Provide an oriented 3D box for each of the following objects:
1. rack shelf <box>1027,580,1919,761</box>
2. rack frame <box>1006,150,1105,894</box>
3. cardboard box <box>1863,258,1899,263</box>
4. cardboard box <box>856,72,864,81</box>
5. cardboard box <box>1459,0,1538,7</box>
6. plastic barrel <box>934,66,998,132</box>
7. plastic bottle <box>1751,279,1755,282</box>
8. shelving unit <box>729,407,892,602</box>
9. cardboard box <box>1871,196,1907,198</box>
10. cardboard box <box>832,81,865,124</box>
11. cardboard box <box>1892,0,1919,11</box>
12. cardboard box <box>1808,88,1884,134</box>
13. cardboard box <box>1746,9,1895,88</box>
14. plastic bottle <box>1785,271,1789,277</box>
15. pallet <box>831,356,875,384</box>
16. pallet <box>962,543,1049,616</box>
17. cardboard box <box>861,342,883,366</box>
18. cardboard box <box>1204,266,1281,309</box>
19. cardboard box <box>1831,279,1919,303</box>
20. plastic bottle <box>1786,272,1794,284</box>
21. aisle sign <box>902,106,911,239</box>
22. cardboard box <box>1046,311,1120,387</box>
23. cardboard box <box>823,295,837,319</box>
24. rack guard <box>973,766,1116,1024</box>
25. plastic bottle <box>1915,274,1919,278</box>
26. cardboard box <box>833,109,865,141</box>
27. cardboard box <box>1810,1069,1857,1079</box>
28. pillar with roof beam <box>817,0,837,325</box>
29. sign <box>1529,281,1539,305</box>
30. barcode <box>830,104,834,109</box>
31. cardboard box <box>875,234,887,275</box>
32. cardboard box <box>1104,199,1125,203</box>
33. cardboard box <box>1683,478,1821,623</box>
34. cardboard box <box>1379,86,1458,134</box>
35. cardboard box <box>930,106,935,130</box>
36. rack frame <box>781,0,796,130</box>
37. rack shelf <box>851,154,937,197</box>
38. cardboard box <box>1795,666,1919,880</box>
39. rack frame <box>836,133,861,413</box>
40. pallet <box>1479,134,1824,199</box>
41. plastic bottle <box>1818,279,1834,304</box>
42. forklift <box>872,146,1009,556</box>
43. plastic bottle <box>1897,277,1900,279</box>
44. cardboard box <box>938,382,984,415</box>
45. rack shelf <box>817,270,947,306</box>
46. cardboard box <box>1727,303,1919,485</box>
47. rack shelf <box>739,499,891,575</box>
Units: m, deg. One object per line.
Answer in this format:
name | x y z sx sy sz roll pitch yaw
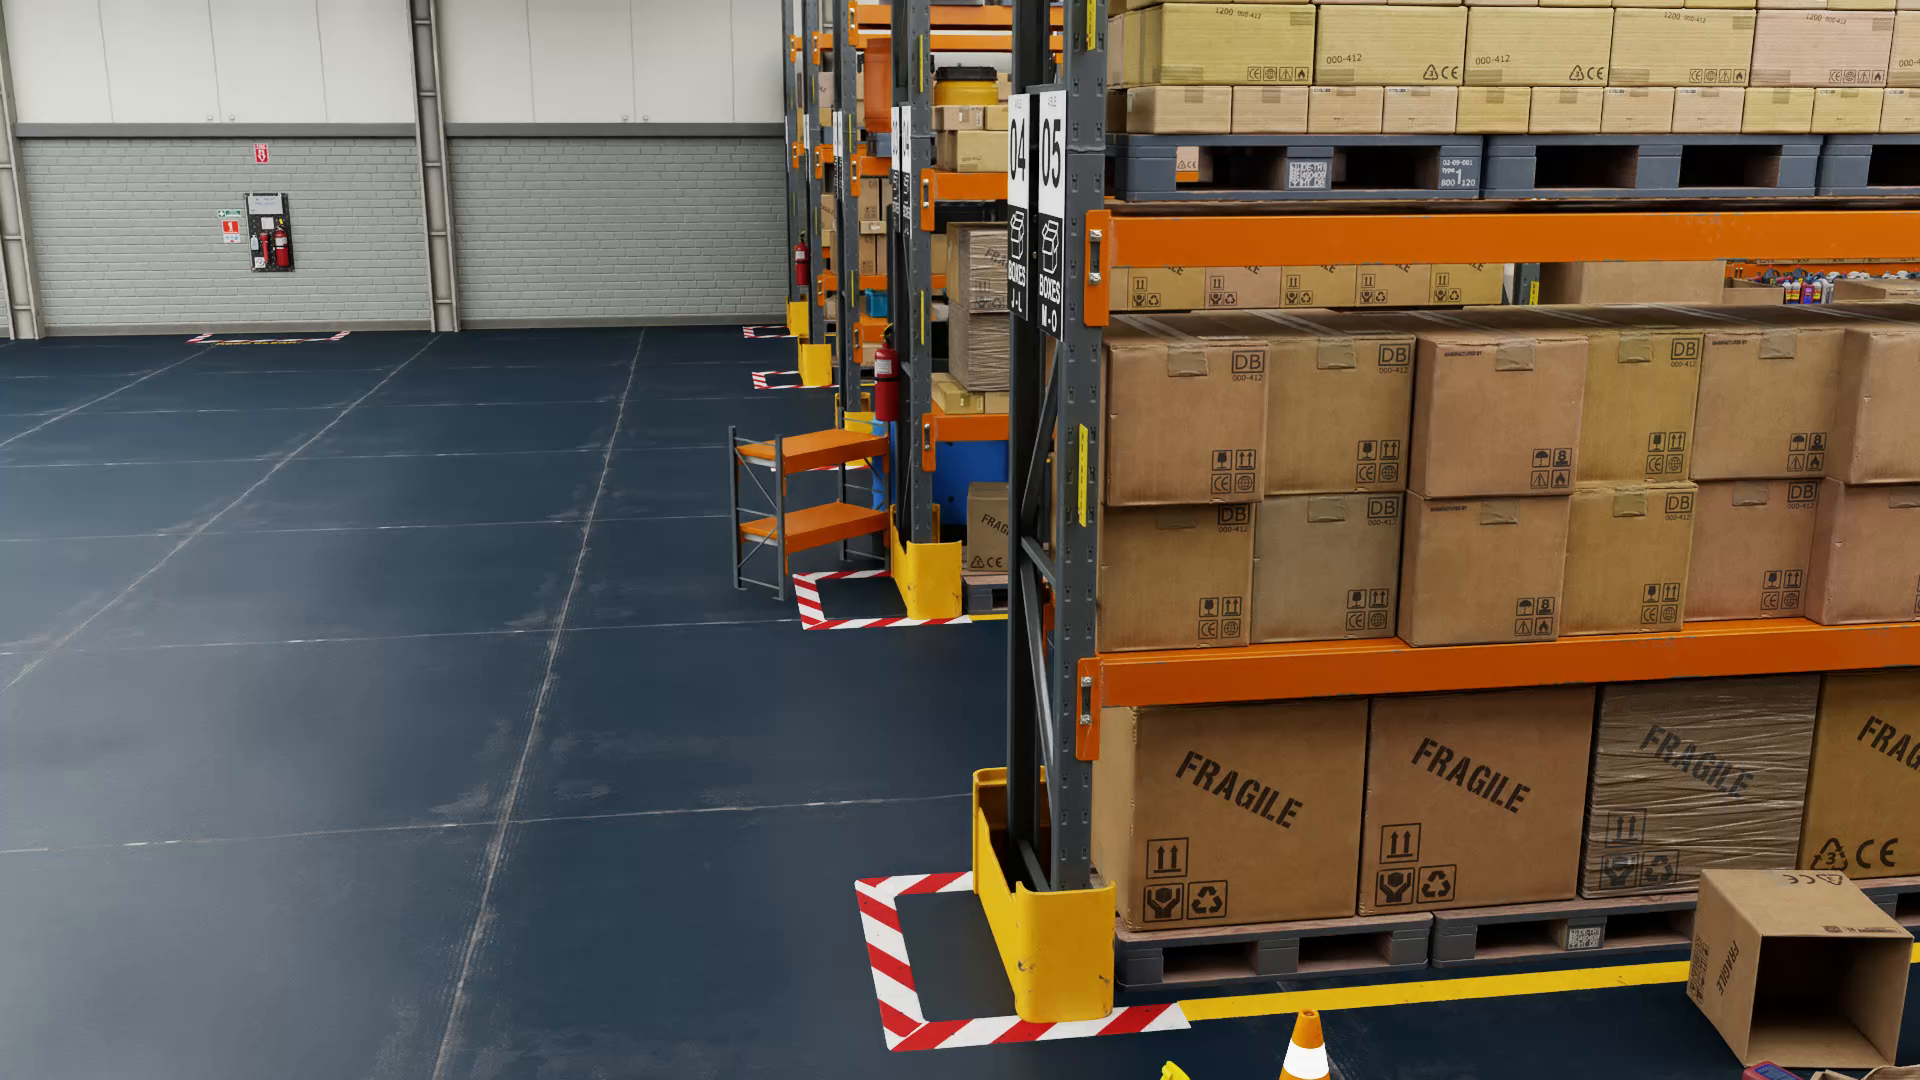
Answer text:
rack shelf | 2.303 0.390 6.481 4.000 0.370 1.077 -2 14 -8
rack frame | 0.326 0.113 6.104 0.127 3.000 1.000 -2 14 -8
cardboard box | 12.129 -3.959 22.134 0.500 0.500 0.500 -2 14 -9
cardboard box | -1.606 -6.618 24.474 0.500 0.500 0.500 -2 14 -9
cardboard box | 1.709 -1.831 5.498 0.250 0.149 0.380 -2 14 -9
plastic barrel | 0.057 -4.097 15.474 0.600 0.588 0.600 0 14 0
plastic bottle | 7.933 -2.457 16.592 0.133 0.283 0.061 -2 14 -8
shelving unit | -1.016 -0.271 11.489 0.538 1.125 1.048 12 19 40
cardboard box | 12.118 -4.441 22.001 0.500 0.500 0.500 -2 14 -7
cardboard box | -1.216 -5.263 20.011 0.637 0.503 0.797 -1 14 -4
cardboard box | 3.221 -1.887 5.721 0.250 0.149 0.380 -2 14 -7
cardboard box | 2.964 -1.490 5.778 0.250 0.149 0.380 -2 14 -7
cardboard box | 2.838 -1.695 5.775 0.500 0.250 0.500 -2 14 -9
plastic bottle | 8.641 -2.678 17.475 0.133 0.283 0.061 -2 14 -8
pallet | -1.035 -2.152 20.868 1.213 0.211 1.003 -2 14 -8
pallet | 0.571 0.245 11.310 1.213 0.211 1.003 -2 14 -8
cardboard box | -1.222 -2.302 20.525 0.500 0.250 0.500 -2 14 -8
cardboard box | 1.754 -1.770 10.741 0.500 0.500 0.500 -2 14 -8
cardboard box | 6.532 -1.552 11.676 0.500 0.500 0.700 0 14 0
plastic bottle | 8.650 -2.664 17.417 0.133 0.283 0.061 -2 14 -8
aisle sign | -0.330 -2.270 10.263 0.004 0.787 0.394 -2 14 -8
cardboard box | 0.711 -1.337 11.068 0.500 0.500 0.875 -2 14 -8
cardboard box | -1.829 -3.571 25.416 0.500 0.311 0.500 -4 15 -15
rack guard | 0.302 1.327 6.405 0.348 0.500 1.175 -2 14 -8
plastic bottle | 9.772 -2.567 16.893 0.185 0.351 0.144 -2 14 -8
cardboard box | -1.623 -6.134 24.601 0.500 0.500 0.500 -1 14 -5
cardboard box | 2.523 1.838 4.357 0.797 0.503 0.637 12 18 40
pillar with roof beam | -1.322 -6.766 21.201 0.400 9.000 9.100 -2 14 -8
sign | 3.731 -1.518 10.829 0.005 0.325 0.100 -2 14 -8
barcode | -1.559 -5.330 20.449 0.075 0.075 0.001 -2 14 -8
cardboard box | -0.803 -3.549 20.501 0.500 0.500 0.700 -2 14 -7
cardboard box | 1.732 -4.272 20.716 0.500 0.500 0.700 -2 14 -8
cardboard box | 2.826 -0.072 6.533 0.550 0.550 0.875 -2 14 -8
cardboard box | 1.463 -1.435 5.559 0.250 0.149 0.380 -2 14 -8
cardboard box | -0.085 -2.744 10.820 0.250 0.149 0.380 -2 14 -8
rack frame | -2.527 -7.568 24.399 0.127 3.000 1.000 -2 14 -8
rack shelf | 0.927 -3.453 15.638 4.000 0.370 1.077 -2 14 -8
cardboard box | 3.649 0.801 6.866 0.875 0.875 0.875 -2 14 -7
rack frame | -1.051 -2.275 15.626 0.127 3.000 1.000 -2 14 -8
pallet | 2.267 -1.373 6.047 1.213 0.211 1.003 -2 14 -8
plastic bottle | 8.707 -2.493 16.750 0.135 0.276 0.152 -2 14 -8
forklift | 0.007 -1.593 13.050 1.130 2.935 3.031 1 14 5
plastic bottle | 9.577 -2.553 17.000 0.097 0.271 0.097 0 14 0
cardboard box | 0.004 -0.915 10.719 0.250 0.149 0.380 -2 14 -8
rack shelf | 0.192 -3.190 20.754 4.000 0.370 1.077 -2 14 -8
cardboard box | 3.385 -0.575 6.321 0.550 0.550 0.875 -2 14 -8
rack shelf | -1.016 -0.034 11.548 0.538 0.278 1.000 12 19 40
